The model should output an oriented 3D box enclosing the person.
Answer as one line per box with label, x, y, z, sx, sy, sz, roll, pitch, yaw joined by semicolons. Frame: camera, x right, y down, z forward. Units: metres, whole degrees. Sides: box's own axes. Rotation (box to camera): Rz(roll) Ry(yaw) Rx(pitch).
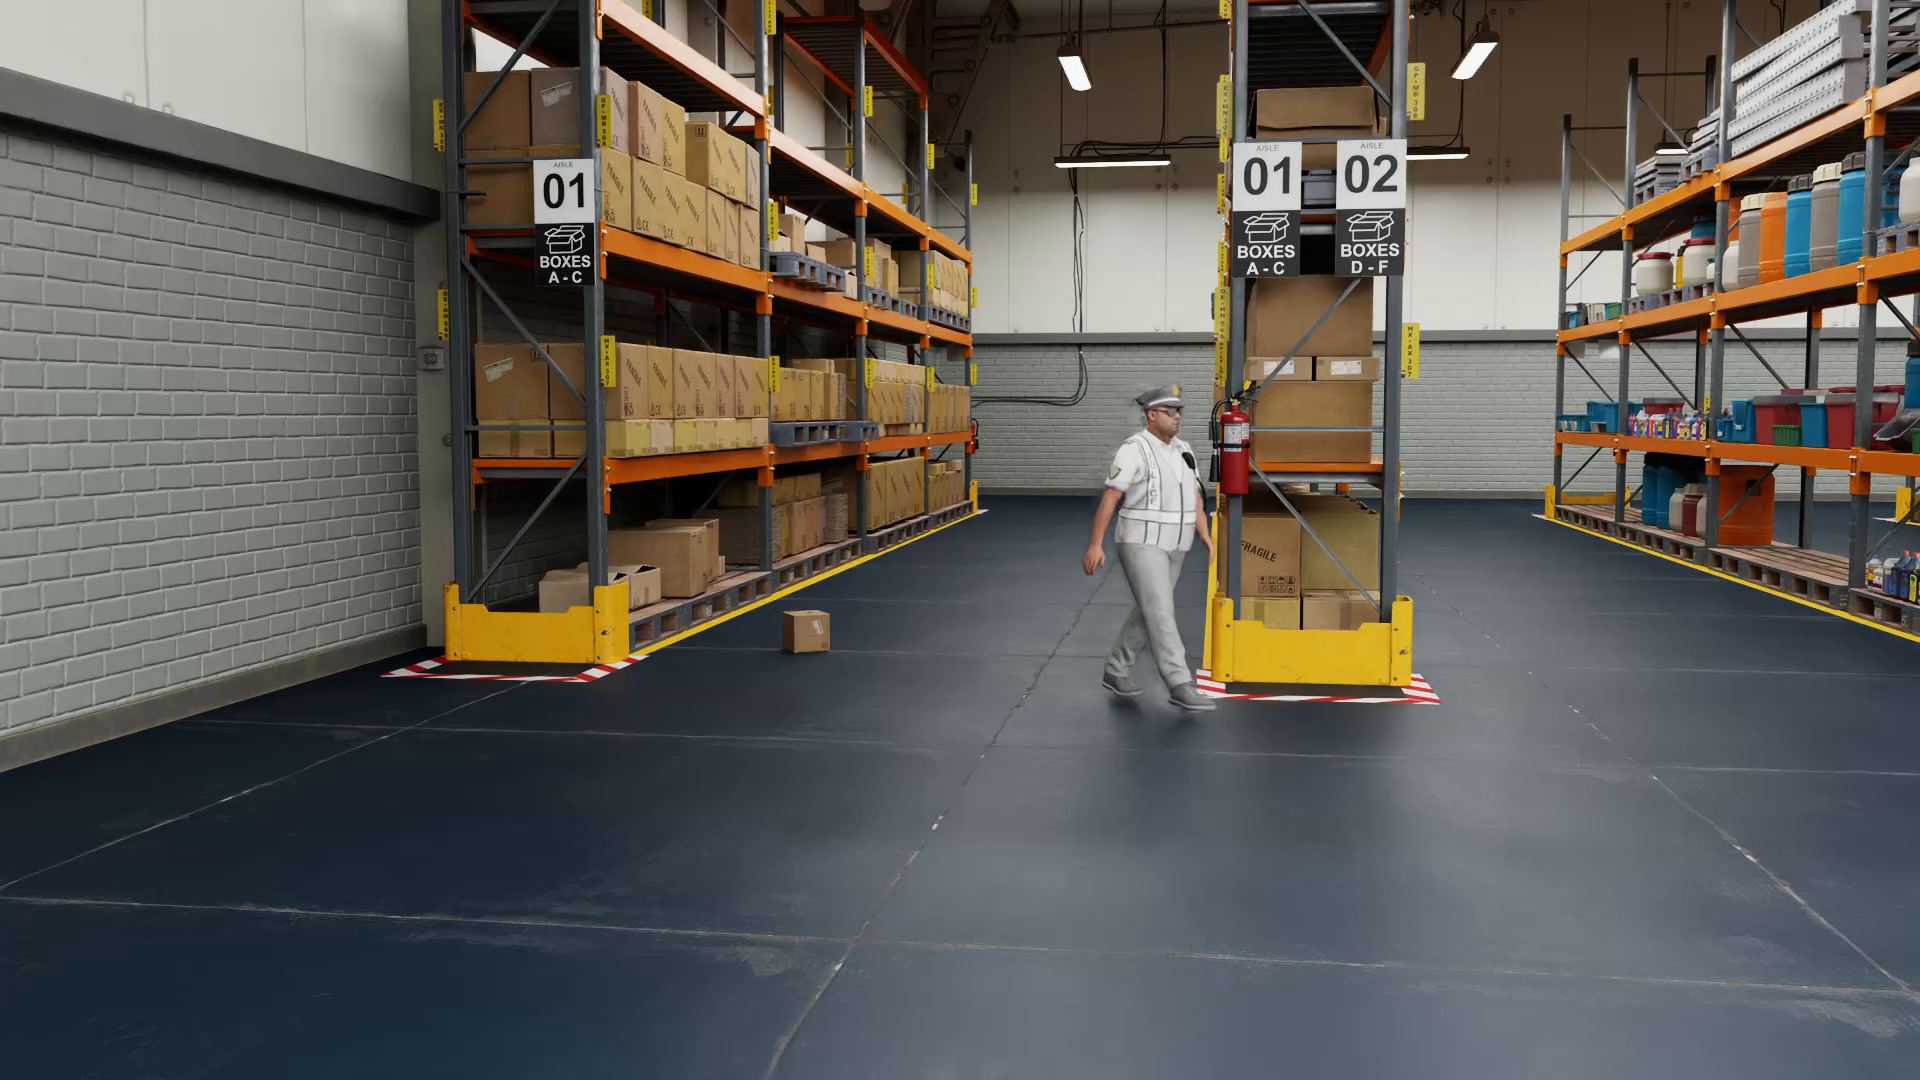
person;1.104;0.026;8.971;0.625;1.723;0.988;-4;6;-39
